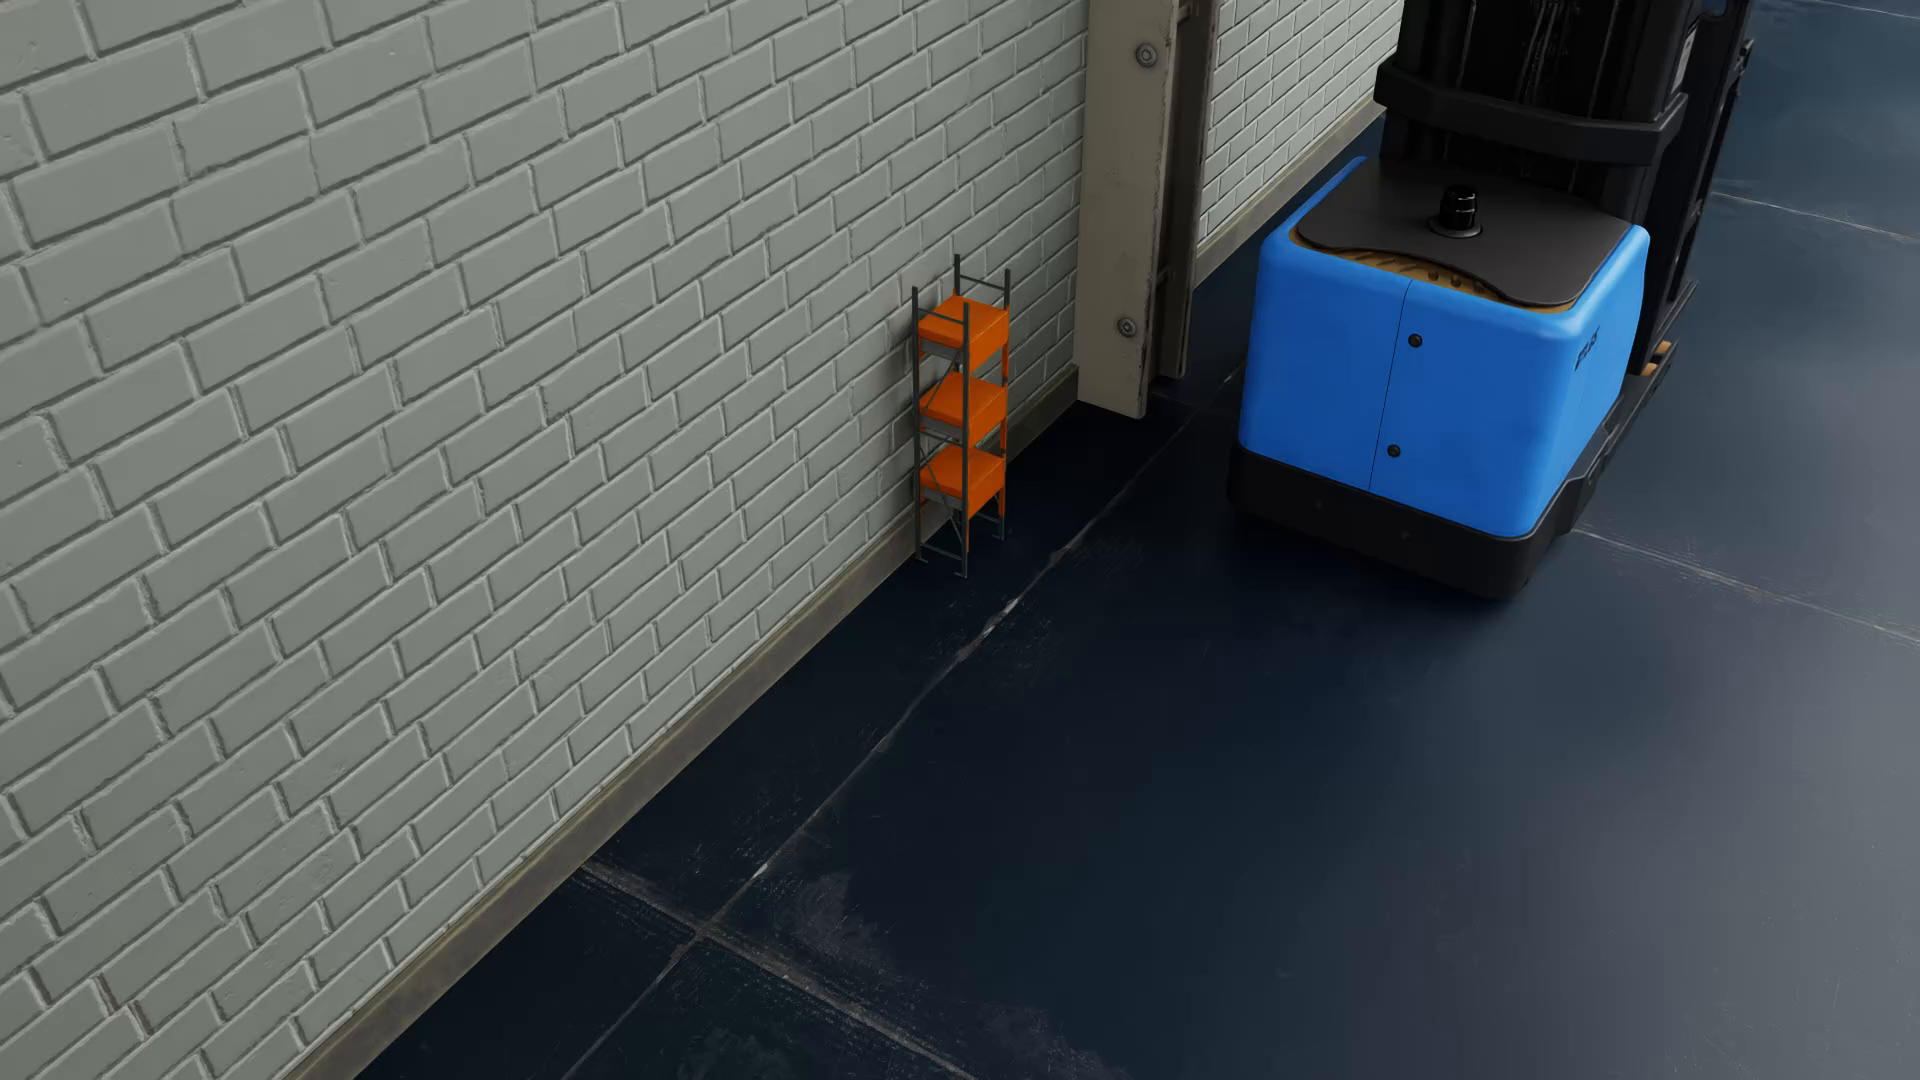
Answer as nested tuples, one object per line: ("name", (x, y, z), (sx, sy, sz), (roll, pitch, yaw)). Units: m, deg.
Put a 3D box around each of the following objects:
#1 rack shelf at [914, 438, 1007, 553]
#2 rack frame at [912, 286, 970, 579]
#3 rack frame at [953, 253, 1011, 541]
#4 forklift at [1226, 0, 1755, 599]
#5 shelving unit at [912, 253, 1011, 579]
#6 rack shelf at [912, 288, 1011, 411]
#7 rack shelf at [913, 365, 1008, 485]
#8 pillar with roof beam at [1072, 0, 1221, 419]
("rack shelf", (0.001, -0.155, 5.562), (0.215, 0.259, 0.240), (21, 42, 24))
("rack frame", (-0.061, -0.319, 5.303), (0.200, 1.050, 0.008), (21, 42, 24))
("rack frame", (0.067, -0.446, 5.468), (0.200, 1.050, 0.008), (21, 42, 24))
("forklift", (2.167, -1.834, 5.729), (1.130, 2.935, 3.031), (22, 43, 26))
("shelving unit", (0.003, -0.383, 5.385), (0.215, 1.050, 0.252), (21, 42, 24))
("rack shelf", (0.004, -0.599, 5.218), (0.215, 0.259, 0.240), (21, 42, 24))
("rack shelf", (0.003, -0.374, 5.392), (0.215, 0.259, 0.240), (21, 42, 24))
("pillar with roof beam", (4.296, -2.768, 1.969), (9.100, 9.000, 0.400), (21, 42, 25))
